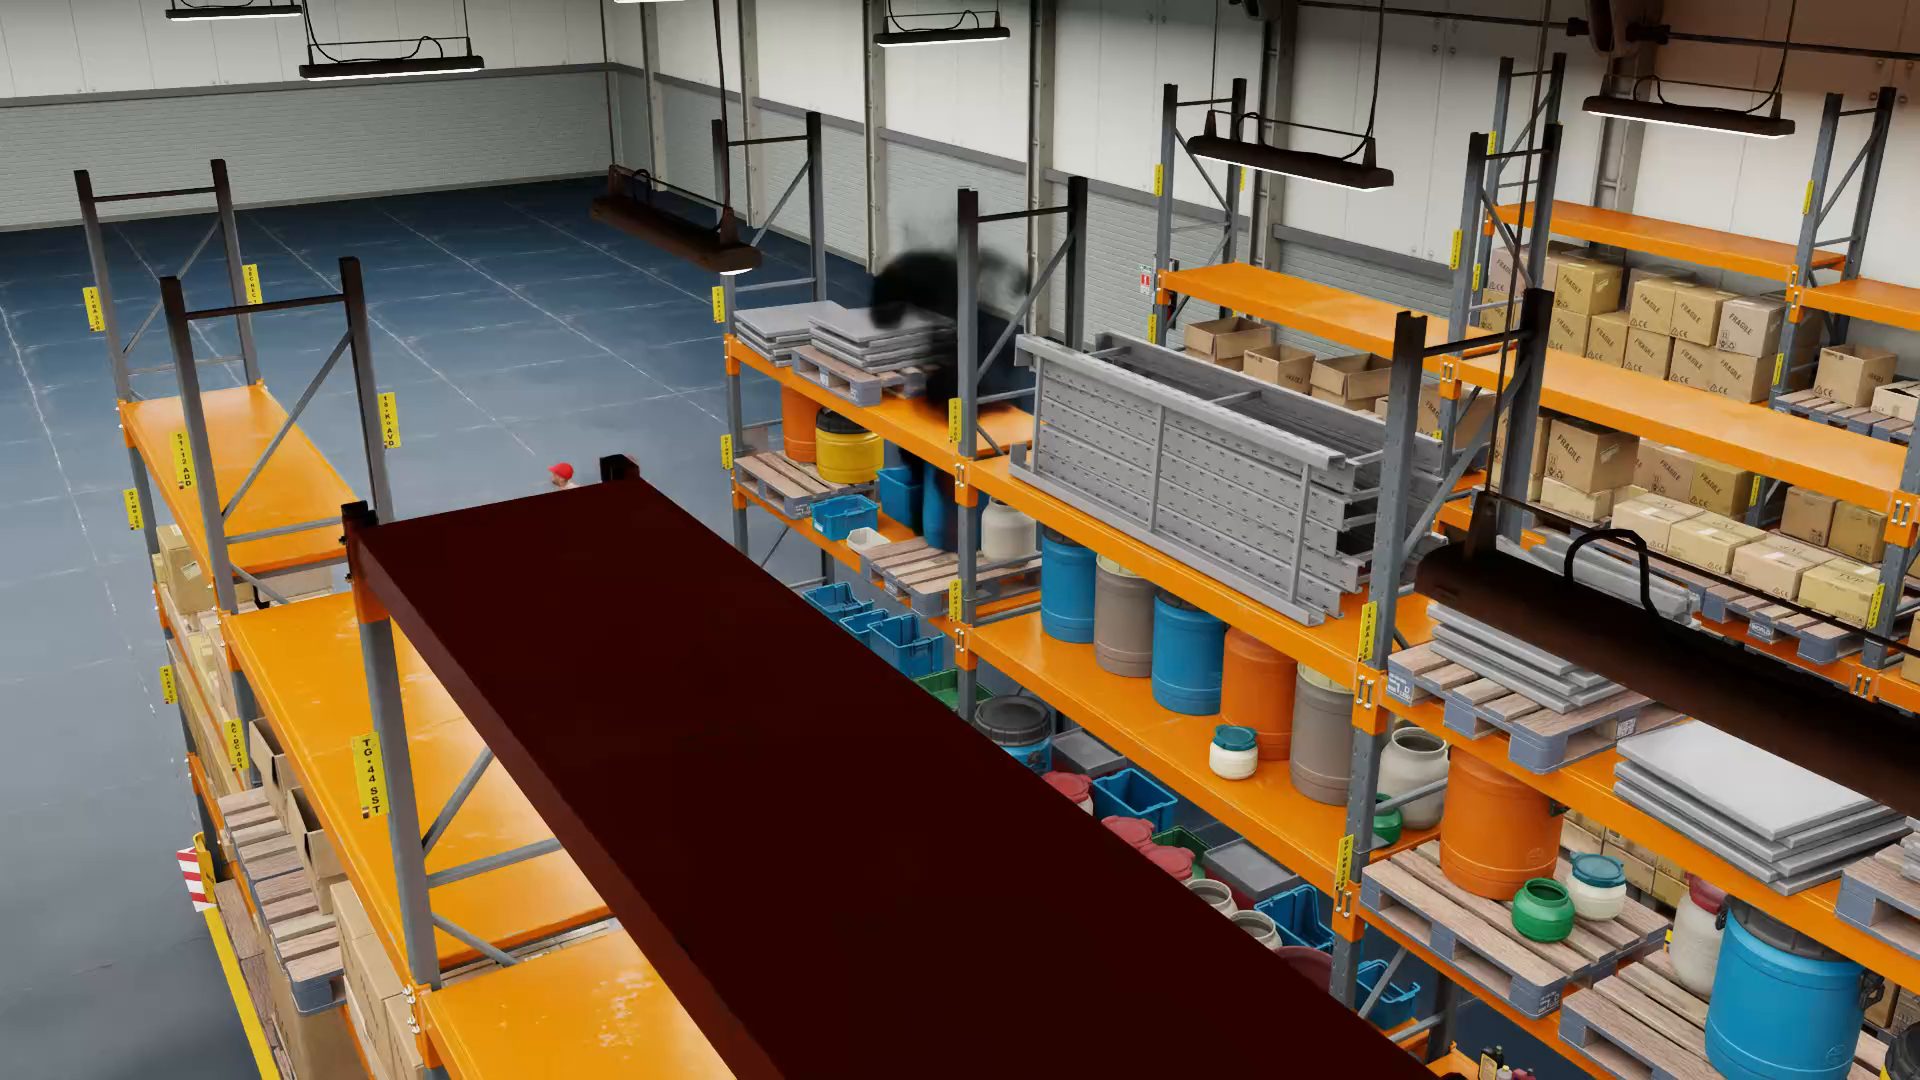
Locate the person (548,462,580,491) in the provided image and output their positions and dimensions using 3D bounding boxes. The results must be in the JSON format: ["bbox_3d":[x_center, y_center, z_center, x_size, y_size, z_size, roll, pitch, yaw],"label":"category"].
[{"bbox_3d":[-4.619,-0.065,19.169,0.614,1.762,0.640,-3,22,-8],"label":"person"}]

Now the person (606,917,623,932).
[{"bbox_3d":[-2.486,2.766,11.373,0.687,1.760,0.545,-15,26,-32],"label":"person"}]
